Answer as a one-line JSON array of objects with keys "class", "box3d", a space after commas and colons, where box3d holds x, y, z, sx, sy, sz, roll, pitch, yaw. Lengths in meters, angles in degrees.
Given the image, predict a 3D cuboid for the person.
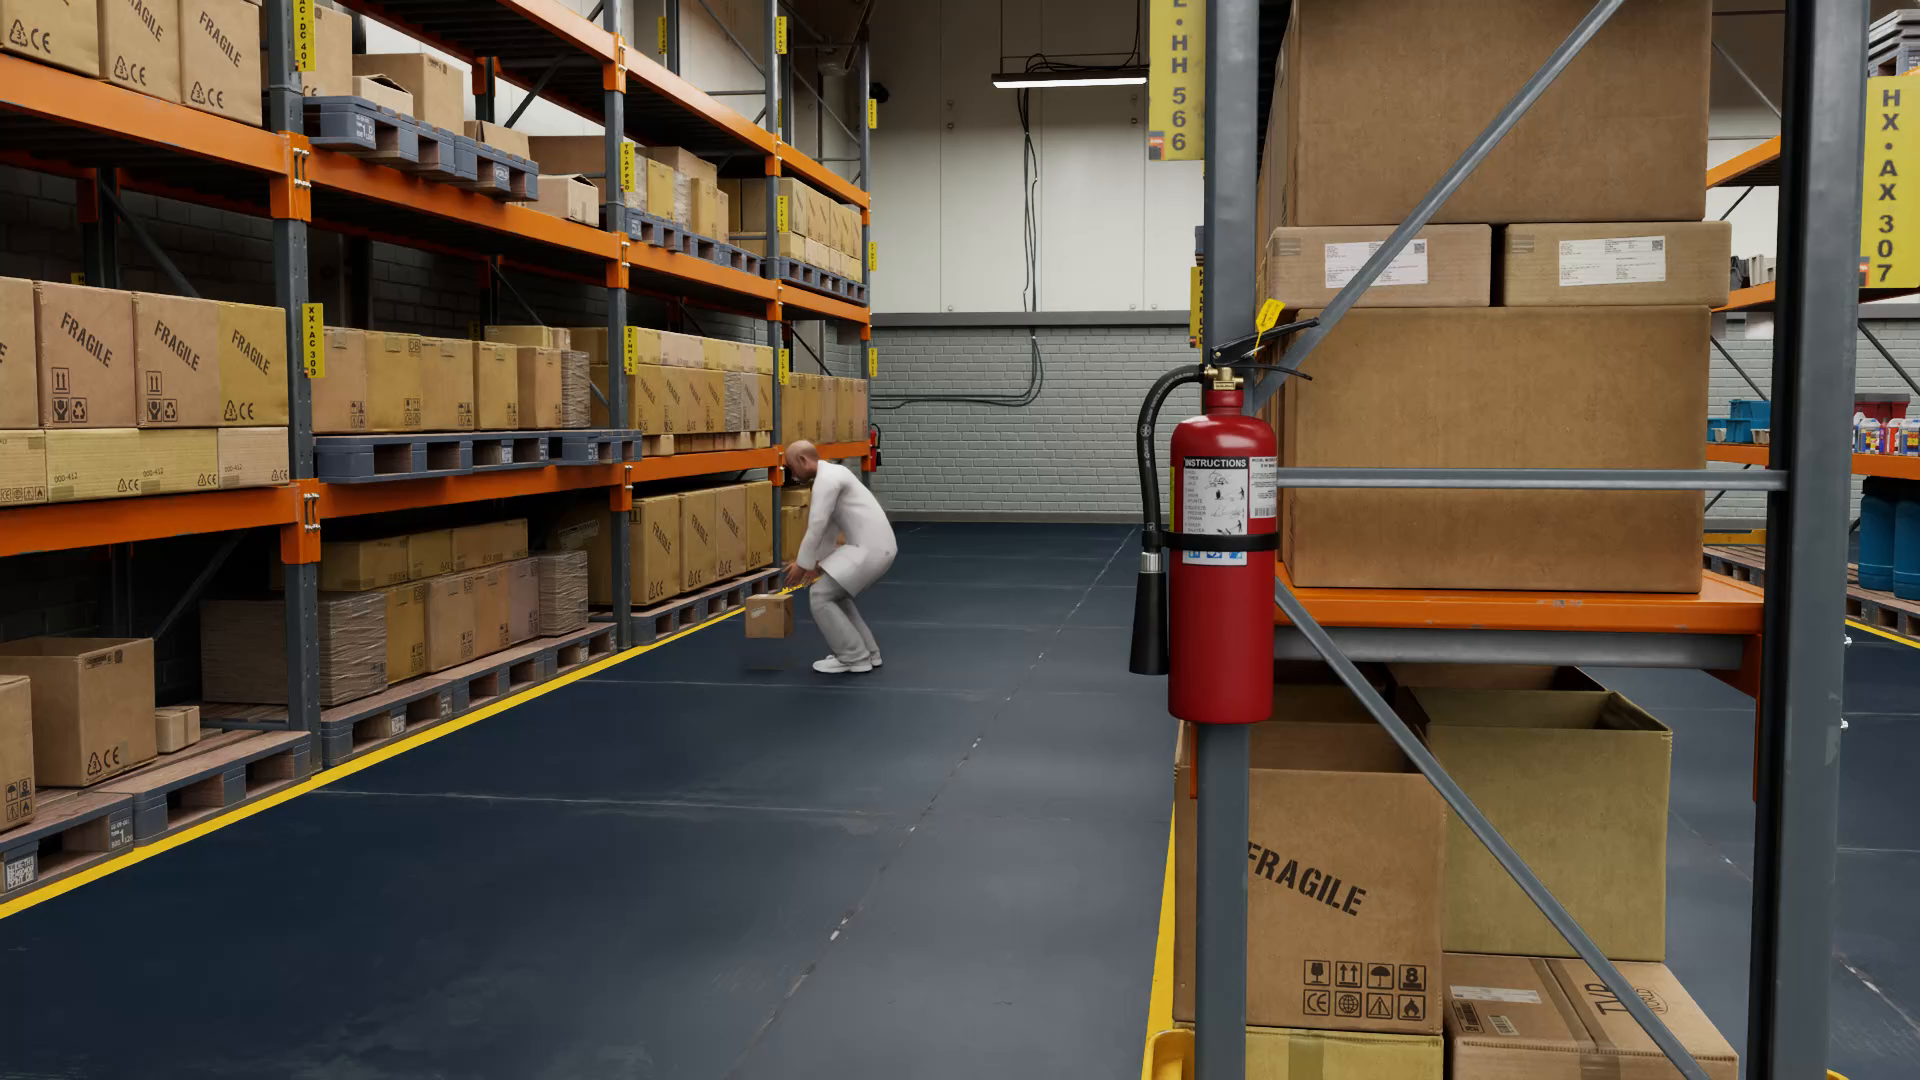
[{"class": "person", "box3d": [-0.753, 0.098, 10.467, 0.700, 1.454, 0.631, 1, 4, 9]}]
